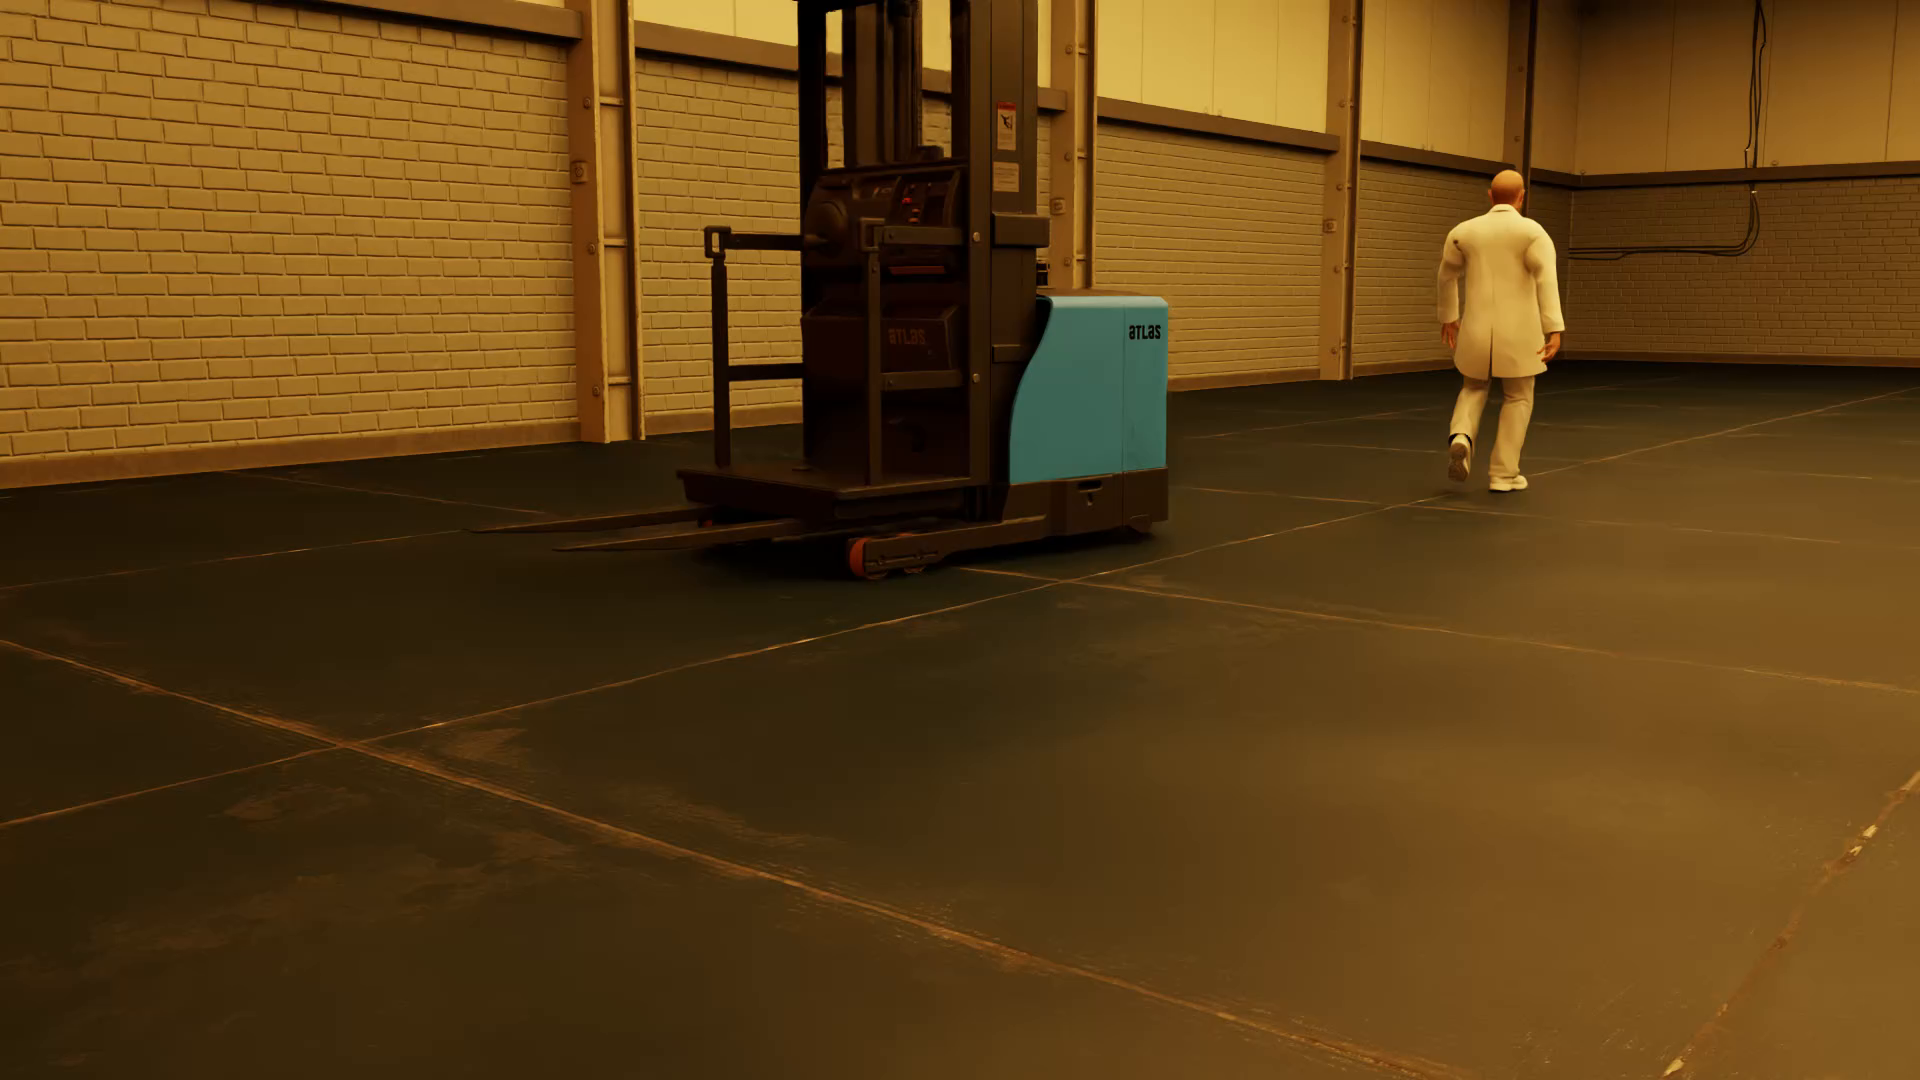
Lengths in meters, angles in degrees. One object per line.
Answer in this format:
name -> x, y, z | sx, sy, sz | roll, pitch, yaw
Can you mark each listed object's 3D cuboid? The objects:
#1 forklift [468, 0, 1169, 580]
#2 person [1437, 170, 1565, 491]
forklift -> -0.476, -1.381, 6.717 | 3.031, 2.935, 1.130 | -8, 11, -42
person -> 2.987, -1.154, 9.229 | 0.782, 1.758, 0.525 | 6, 10, 36
